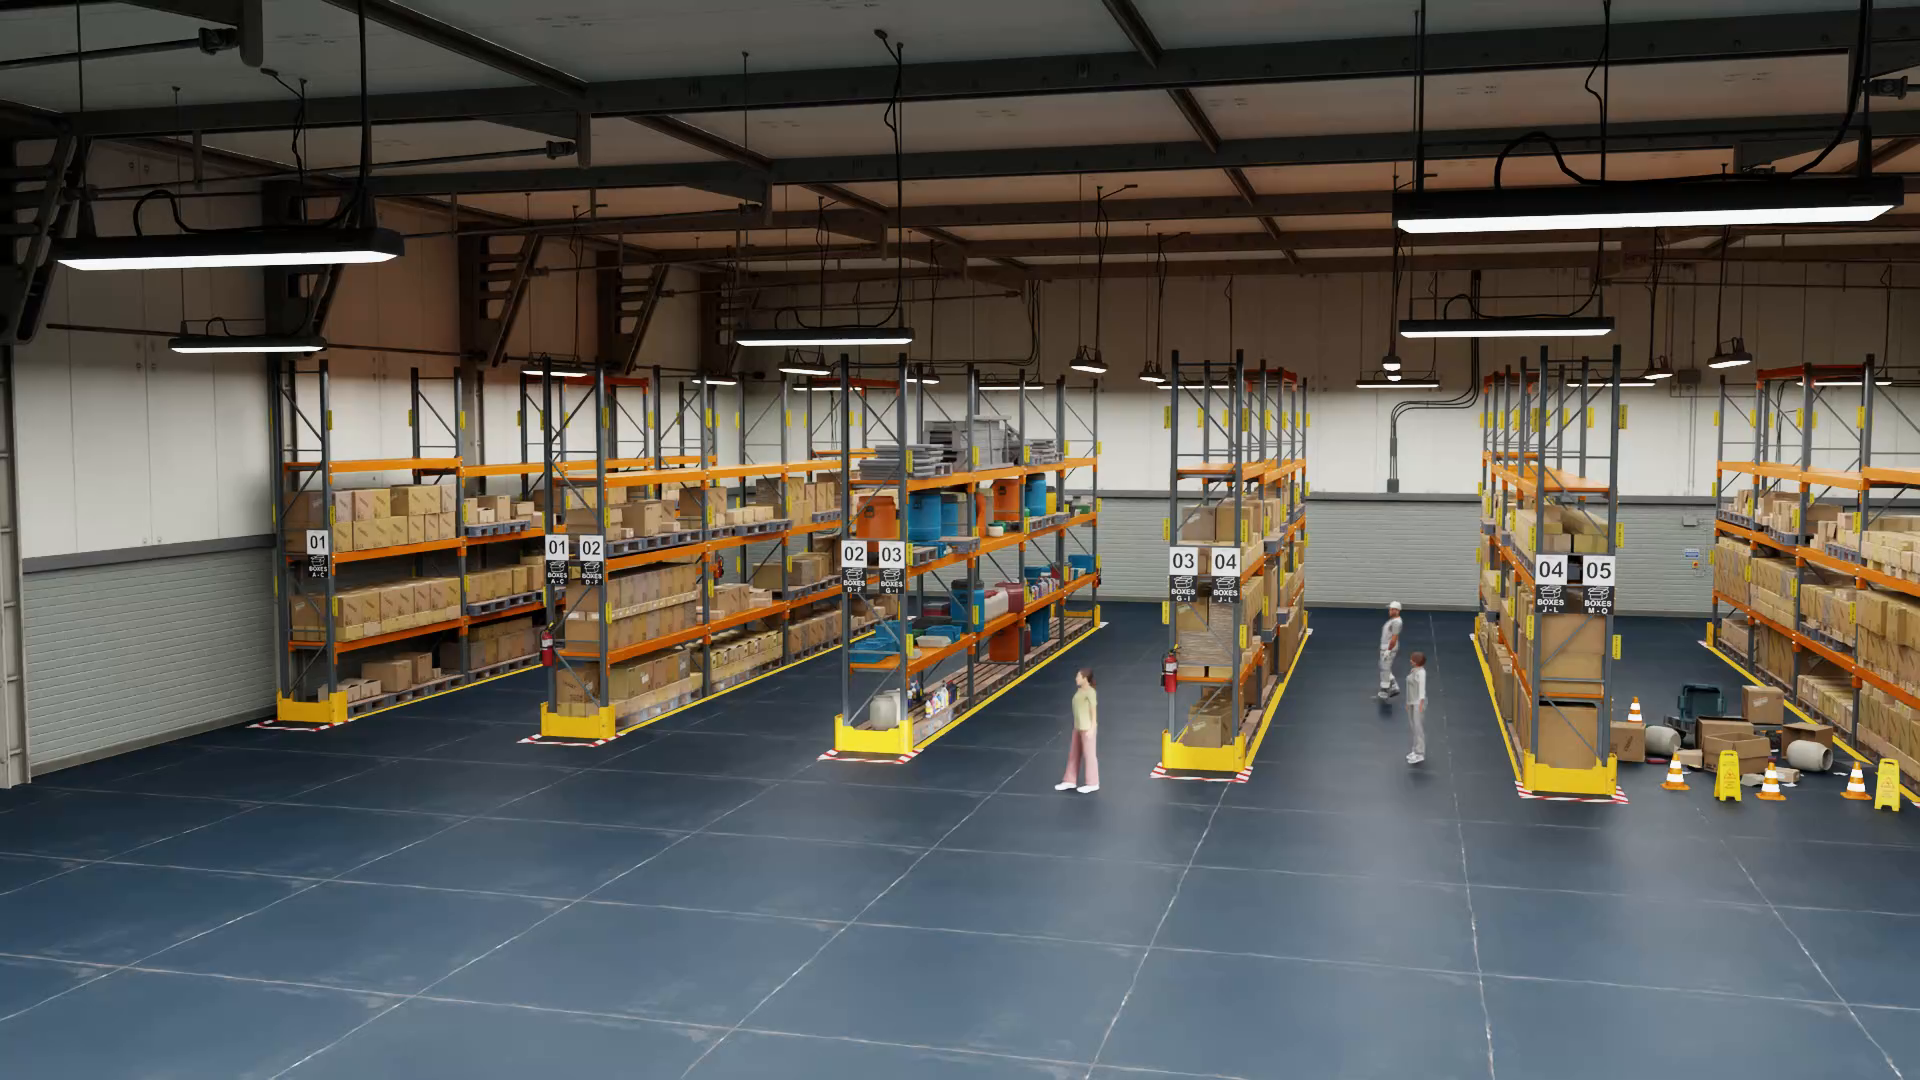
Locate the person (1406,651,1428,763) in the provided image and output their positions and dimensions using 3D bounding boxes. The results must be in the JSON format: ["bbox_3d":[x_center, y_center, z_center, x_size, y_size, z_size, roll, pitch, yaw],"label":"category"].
[{"bbox_3d":[6.708,2.454,24.492,0.374,1.595,0.509,0,4,-6],"label":"person"}]

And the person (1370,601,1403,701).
[{"bbox_3d":[7.583,1.976,29.556,0.570,1.783,0.560,2,4,23],"label":"person"}]

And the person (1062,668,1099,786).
[{"bbox_3d":[1.650,2.516,22.404,0.430,1.600,0.459,-1,4,-19],"label":"person"}]
